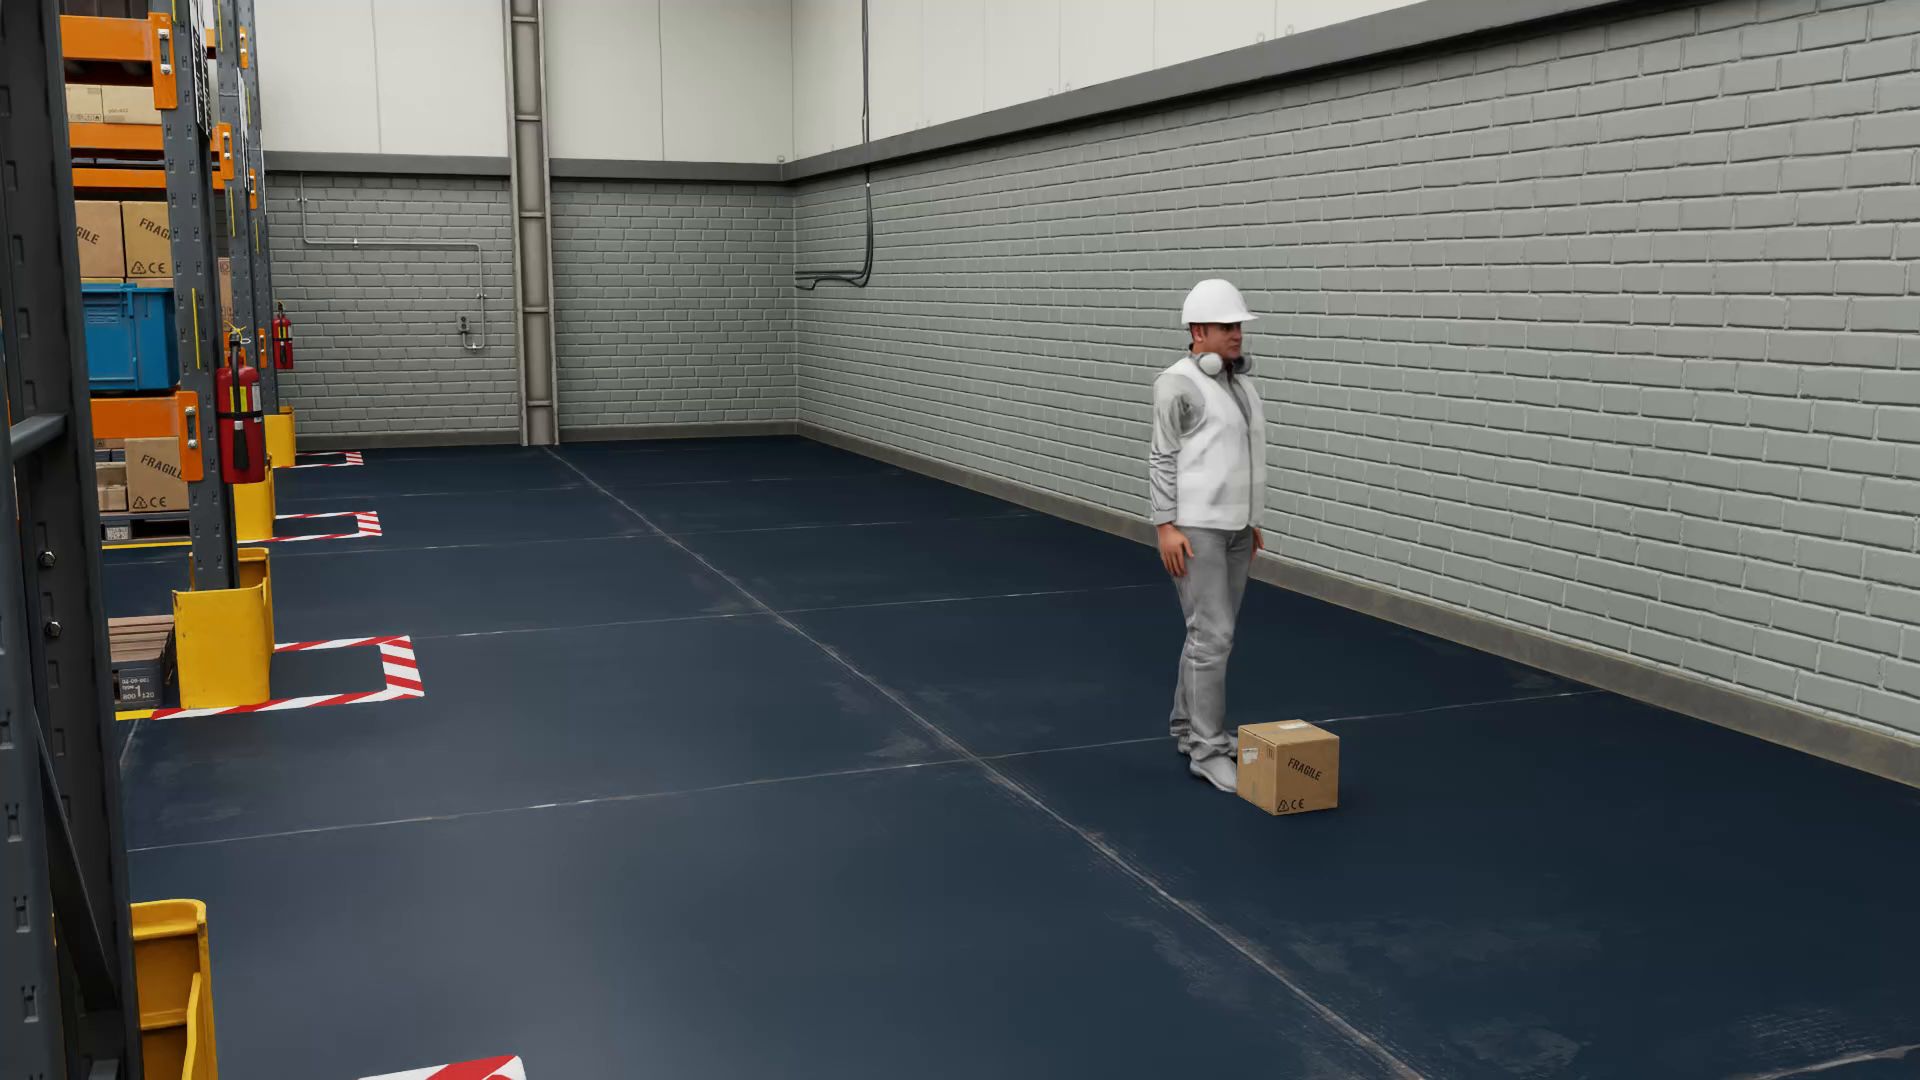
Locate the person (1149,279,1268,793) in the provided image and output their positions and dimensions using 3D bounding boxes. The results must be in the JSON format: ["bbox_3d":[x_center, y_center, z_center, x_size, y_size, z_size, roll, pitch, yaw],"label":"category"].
[{"bbox_3d":[0.981,-0.038,6.021,0.529,1.791,0.571,8,12,41],"label":"person"}]
